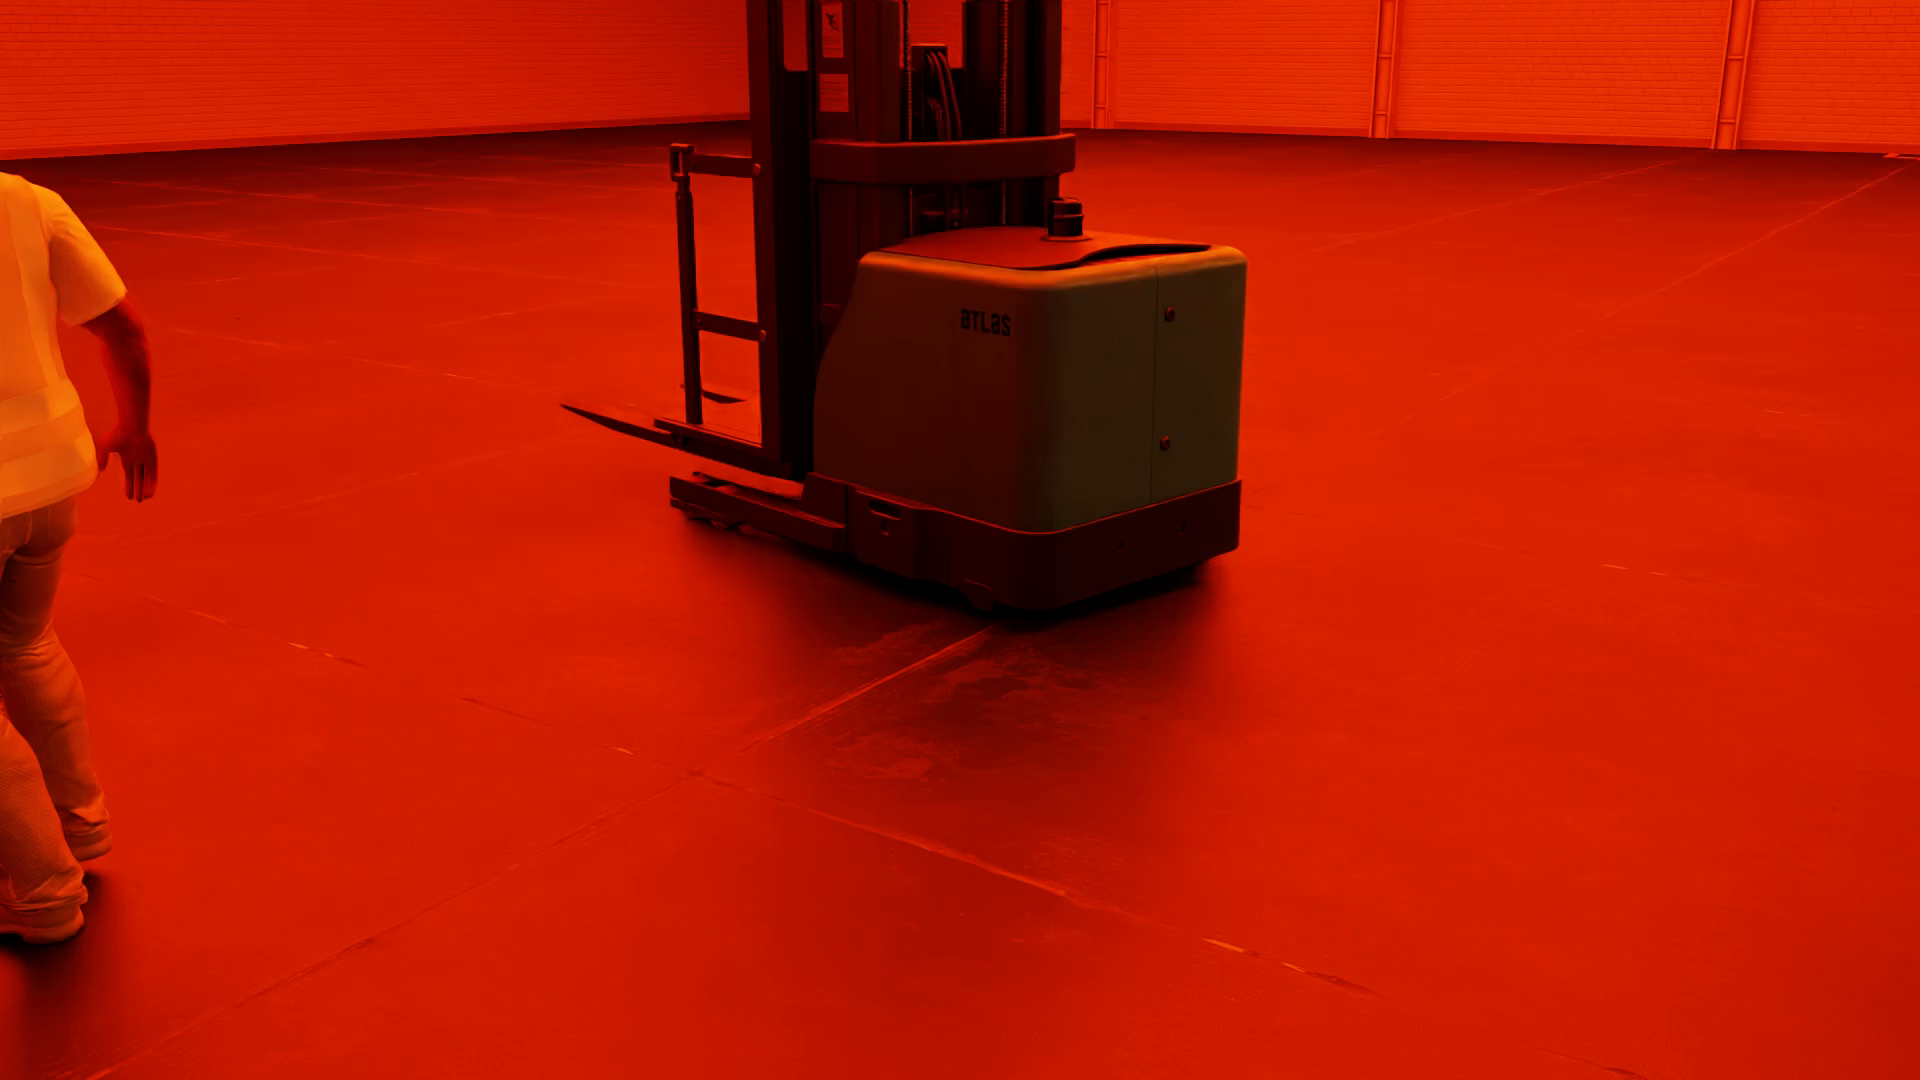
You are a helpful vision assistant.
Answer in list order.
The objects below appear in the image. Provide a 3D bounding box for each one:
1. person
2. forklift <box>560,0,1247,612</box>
[{"bbox_3d":[-1.945,-0.092,3.197,0.506,1.755,0.780,8,18,25],"label":"person"},{"bbox_3d":[-0.436,-1.530,5.948,1.130,2.935,3.031,-15,22,-41],"label":"forklift"}]
